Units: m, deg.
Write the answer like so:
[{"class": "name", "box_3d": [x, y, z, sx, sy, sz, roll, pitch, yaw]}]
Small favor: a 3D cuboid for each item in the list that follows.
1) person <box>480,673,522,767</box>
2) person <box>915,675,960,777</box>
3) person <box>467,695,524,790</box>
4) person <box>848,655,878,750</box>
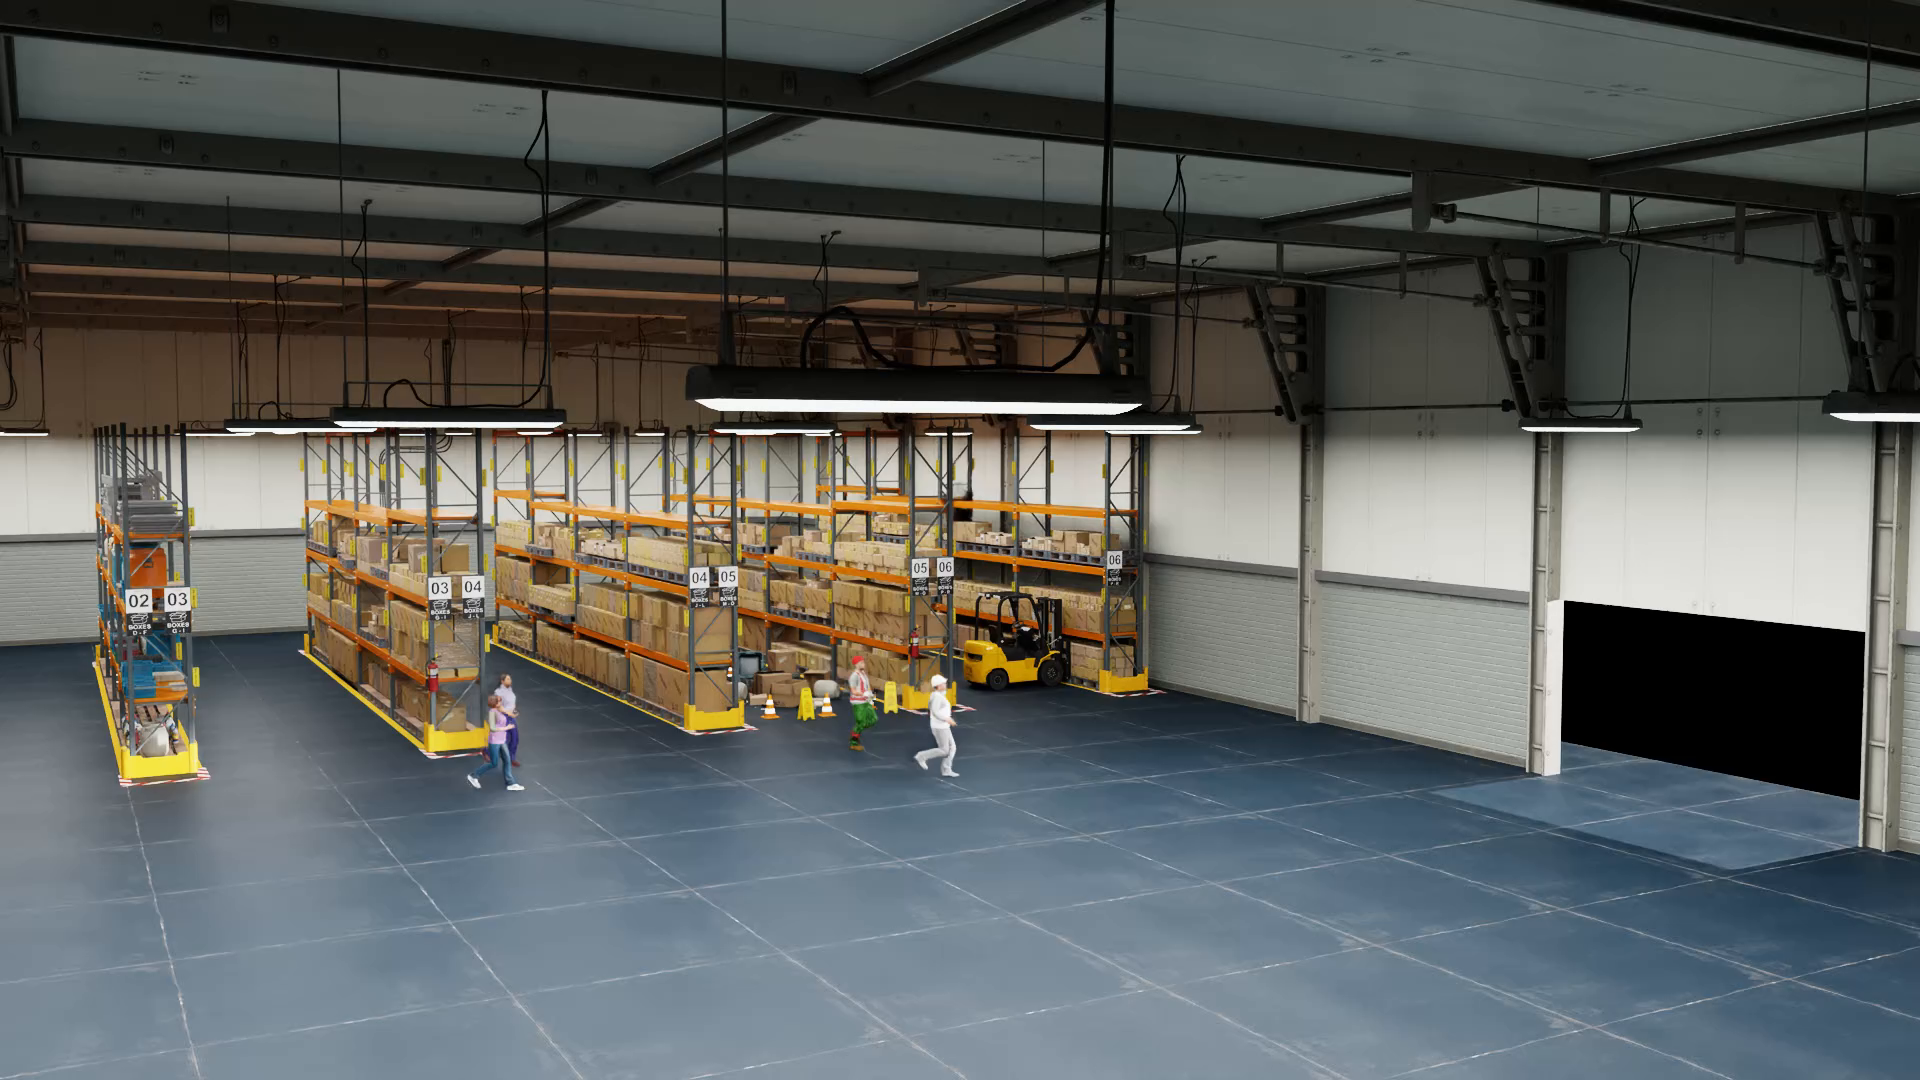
[{"class": "person", "box_3d": [-8.025, 3.165, 29.166, 0.717, 1.624, 0.632, 1, 4, 11]}, {"class": "person", "box_3d": [-0.384, 3.159, 28.188, 0.756, 1.750, 0.663, 0, 3, 0]}, {"class": "person", "box_3d": [-7.520, 3.283, 26.915, 0.879, 1.573, 0.550, 0, 3, -1]}, {"class": "person", "box_3d": [-1.788, 2.992, 30.601, 0.577, 1.744, 0.649, 1, 4, 22]}]
